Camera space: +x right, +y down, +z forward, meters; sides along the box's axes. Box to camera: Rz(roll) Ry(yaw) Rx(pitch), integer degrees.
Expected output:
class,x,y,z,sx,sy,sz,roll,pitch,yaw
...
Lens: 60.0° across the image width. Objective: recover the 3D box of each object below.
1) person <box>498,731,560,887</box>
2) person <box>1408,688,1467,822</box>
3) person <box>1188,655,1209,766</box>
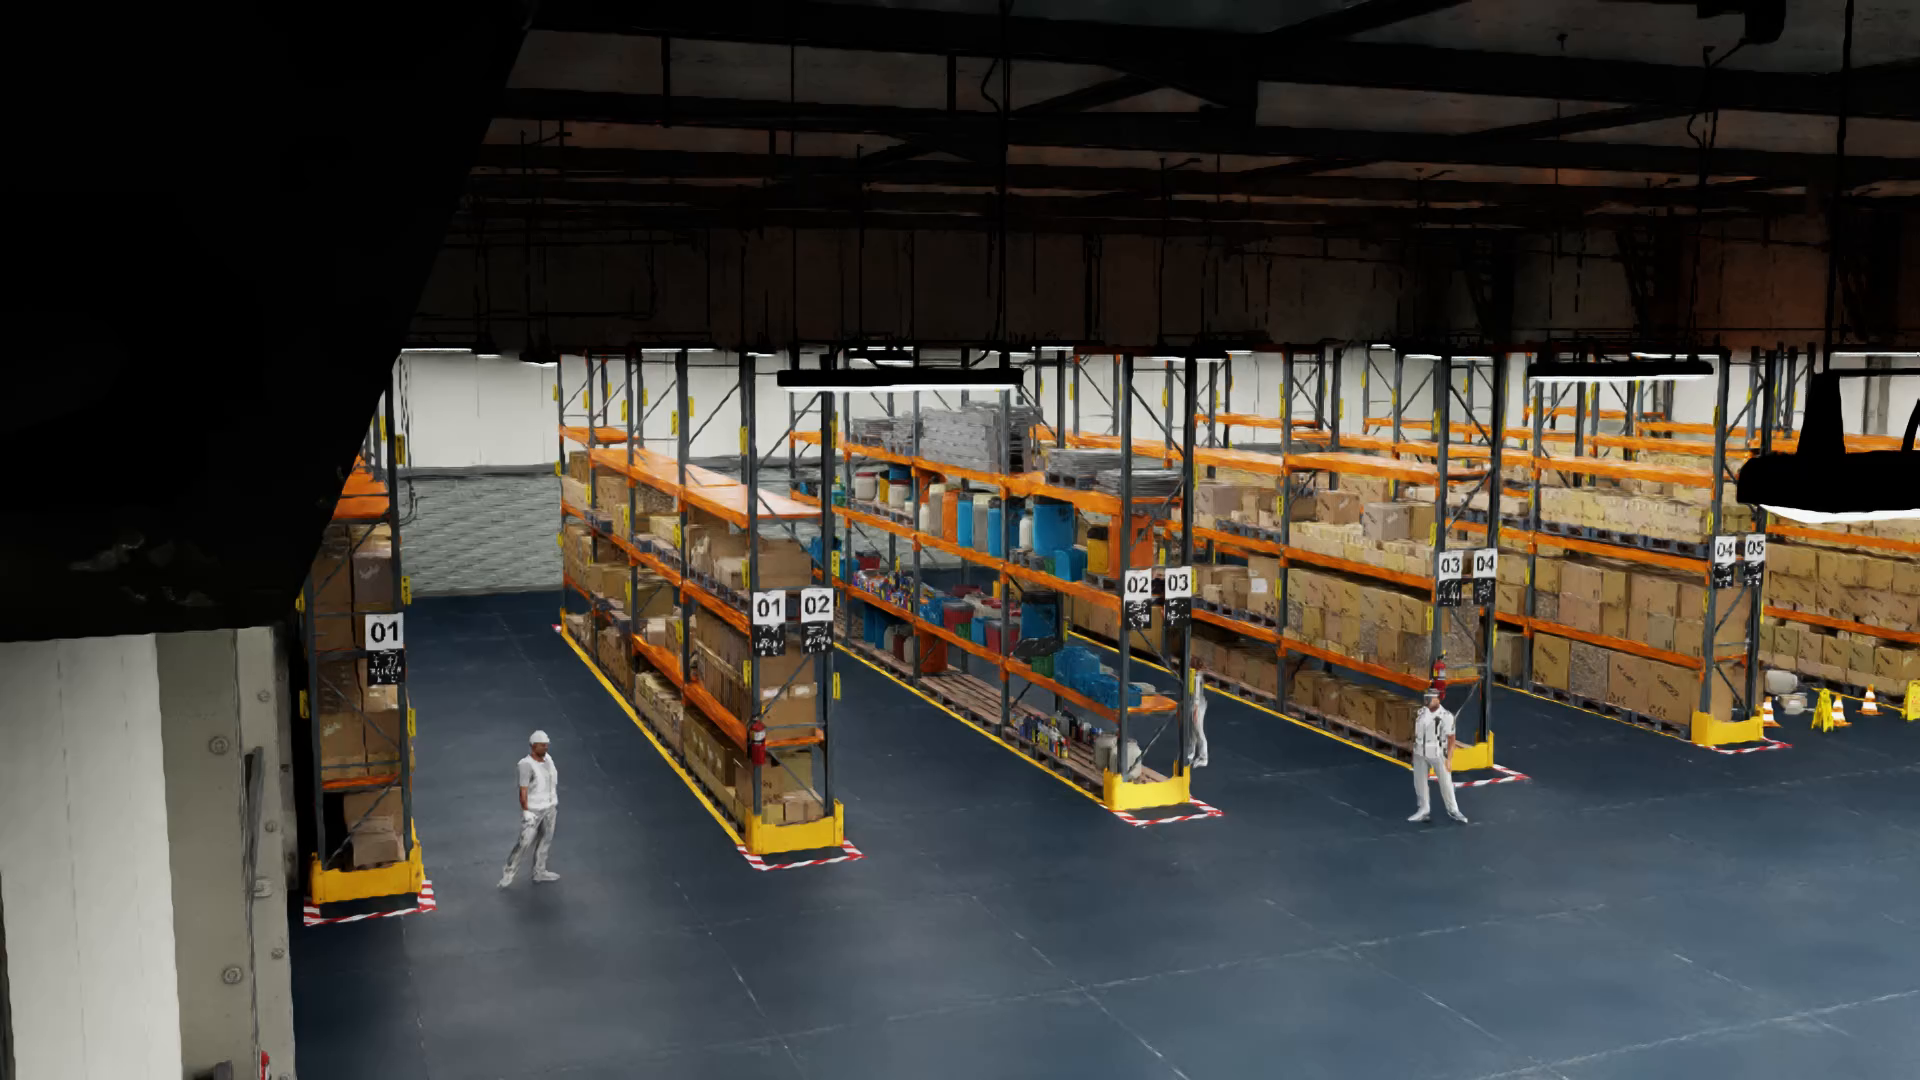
class,x,y,z,sx,sy,sz,roll,pitch,yaw
person,-4.921,3.059,18.931,0.504,1.775,0.740,3,8,25
person,6.157,2.760,21.399,0.746,1.745,0.534,6,9,39
person,3.405,2.463,24.193,0.453,1.599,0.467,1,7,10
